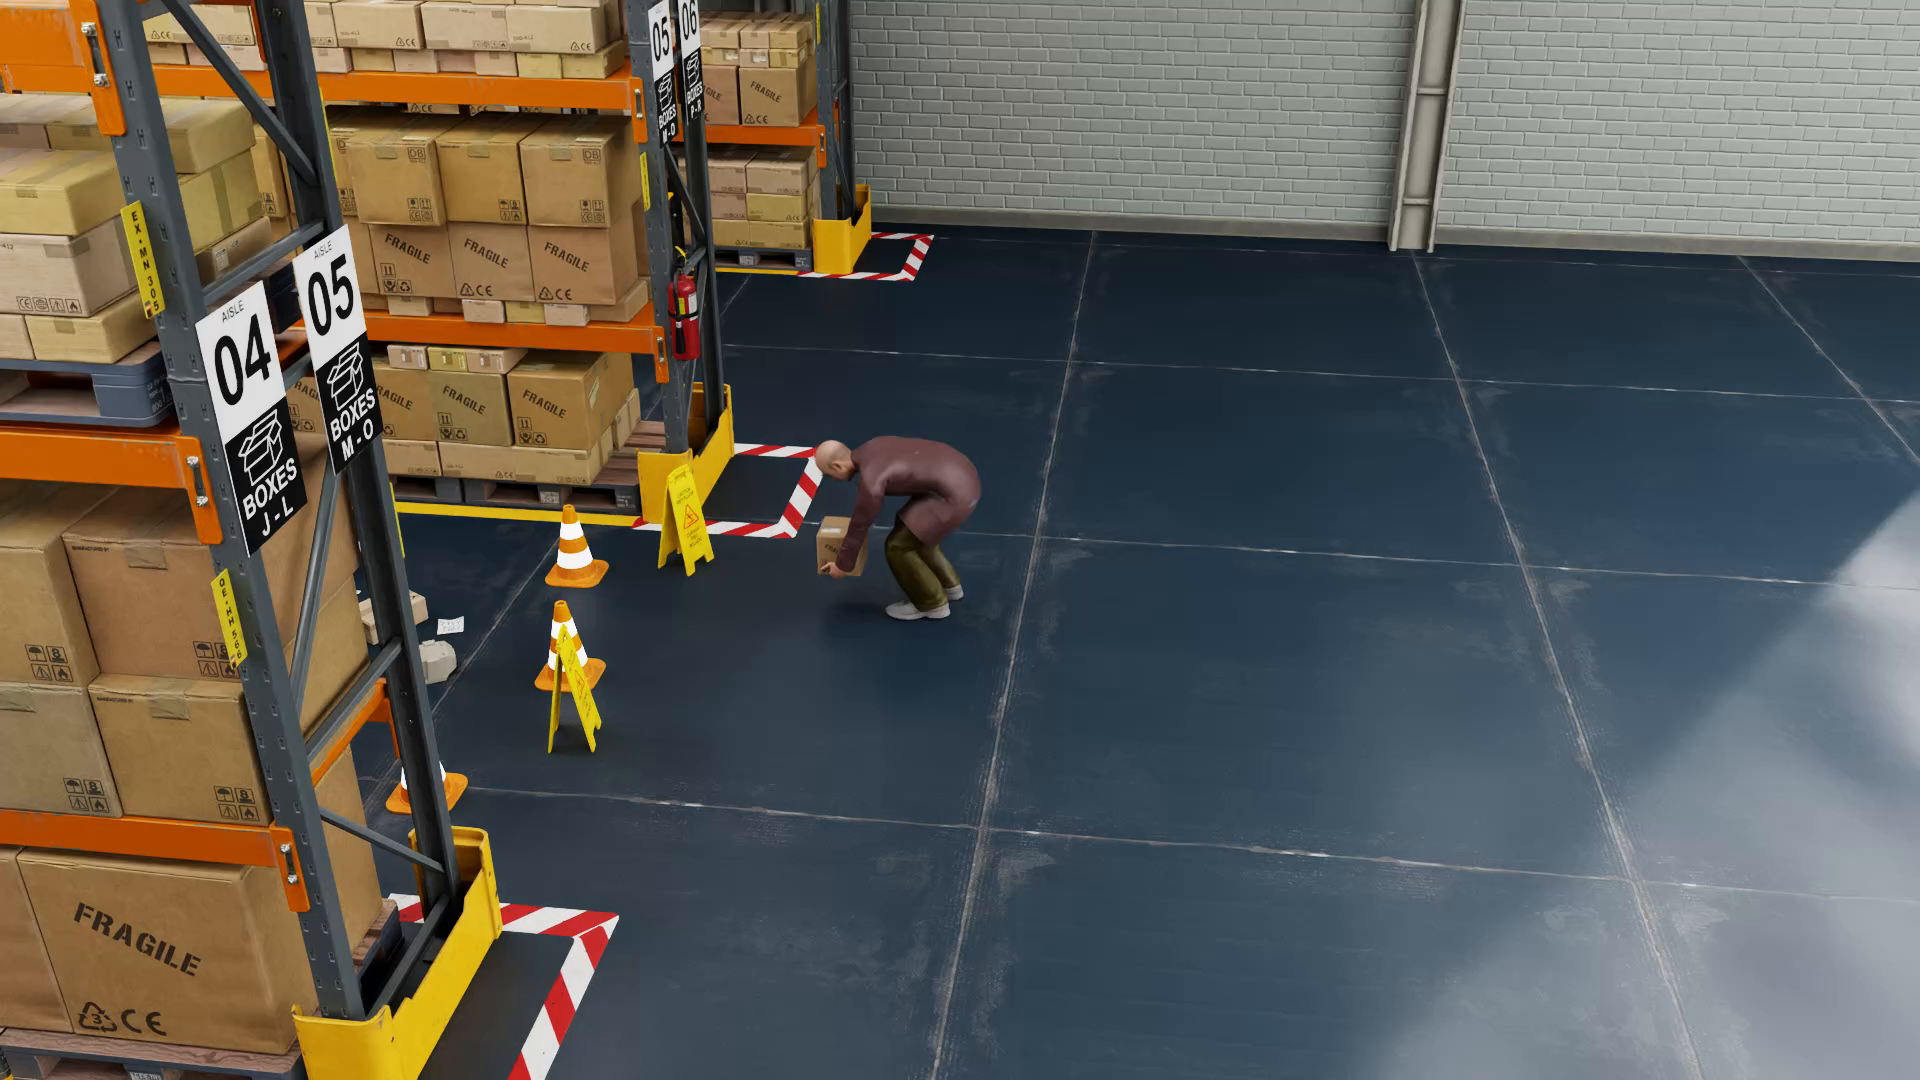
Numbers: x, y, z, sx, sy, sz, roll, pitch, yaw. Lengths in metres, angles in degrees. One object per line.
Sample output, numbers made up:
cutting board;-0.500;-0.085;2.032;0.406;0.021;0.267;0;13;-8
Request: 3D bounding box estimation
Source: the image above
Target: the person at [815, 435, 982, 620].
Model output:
person;-0.347;-0.085;9.559;0.941;1.062;0.584;2;28;4
